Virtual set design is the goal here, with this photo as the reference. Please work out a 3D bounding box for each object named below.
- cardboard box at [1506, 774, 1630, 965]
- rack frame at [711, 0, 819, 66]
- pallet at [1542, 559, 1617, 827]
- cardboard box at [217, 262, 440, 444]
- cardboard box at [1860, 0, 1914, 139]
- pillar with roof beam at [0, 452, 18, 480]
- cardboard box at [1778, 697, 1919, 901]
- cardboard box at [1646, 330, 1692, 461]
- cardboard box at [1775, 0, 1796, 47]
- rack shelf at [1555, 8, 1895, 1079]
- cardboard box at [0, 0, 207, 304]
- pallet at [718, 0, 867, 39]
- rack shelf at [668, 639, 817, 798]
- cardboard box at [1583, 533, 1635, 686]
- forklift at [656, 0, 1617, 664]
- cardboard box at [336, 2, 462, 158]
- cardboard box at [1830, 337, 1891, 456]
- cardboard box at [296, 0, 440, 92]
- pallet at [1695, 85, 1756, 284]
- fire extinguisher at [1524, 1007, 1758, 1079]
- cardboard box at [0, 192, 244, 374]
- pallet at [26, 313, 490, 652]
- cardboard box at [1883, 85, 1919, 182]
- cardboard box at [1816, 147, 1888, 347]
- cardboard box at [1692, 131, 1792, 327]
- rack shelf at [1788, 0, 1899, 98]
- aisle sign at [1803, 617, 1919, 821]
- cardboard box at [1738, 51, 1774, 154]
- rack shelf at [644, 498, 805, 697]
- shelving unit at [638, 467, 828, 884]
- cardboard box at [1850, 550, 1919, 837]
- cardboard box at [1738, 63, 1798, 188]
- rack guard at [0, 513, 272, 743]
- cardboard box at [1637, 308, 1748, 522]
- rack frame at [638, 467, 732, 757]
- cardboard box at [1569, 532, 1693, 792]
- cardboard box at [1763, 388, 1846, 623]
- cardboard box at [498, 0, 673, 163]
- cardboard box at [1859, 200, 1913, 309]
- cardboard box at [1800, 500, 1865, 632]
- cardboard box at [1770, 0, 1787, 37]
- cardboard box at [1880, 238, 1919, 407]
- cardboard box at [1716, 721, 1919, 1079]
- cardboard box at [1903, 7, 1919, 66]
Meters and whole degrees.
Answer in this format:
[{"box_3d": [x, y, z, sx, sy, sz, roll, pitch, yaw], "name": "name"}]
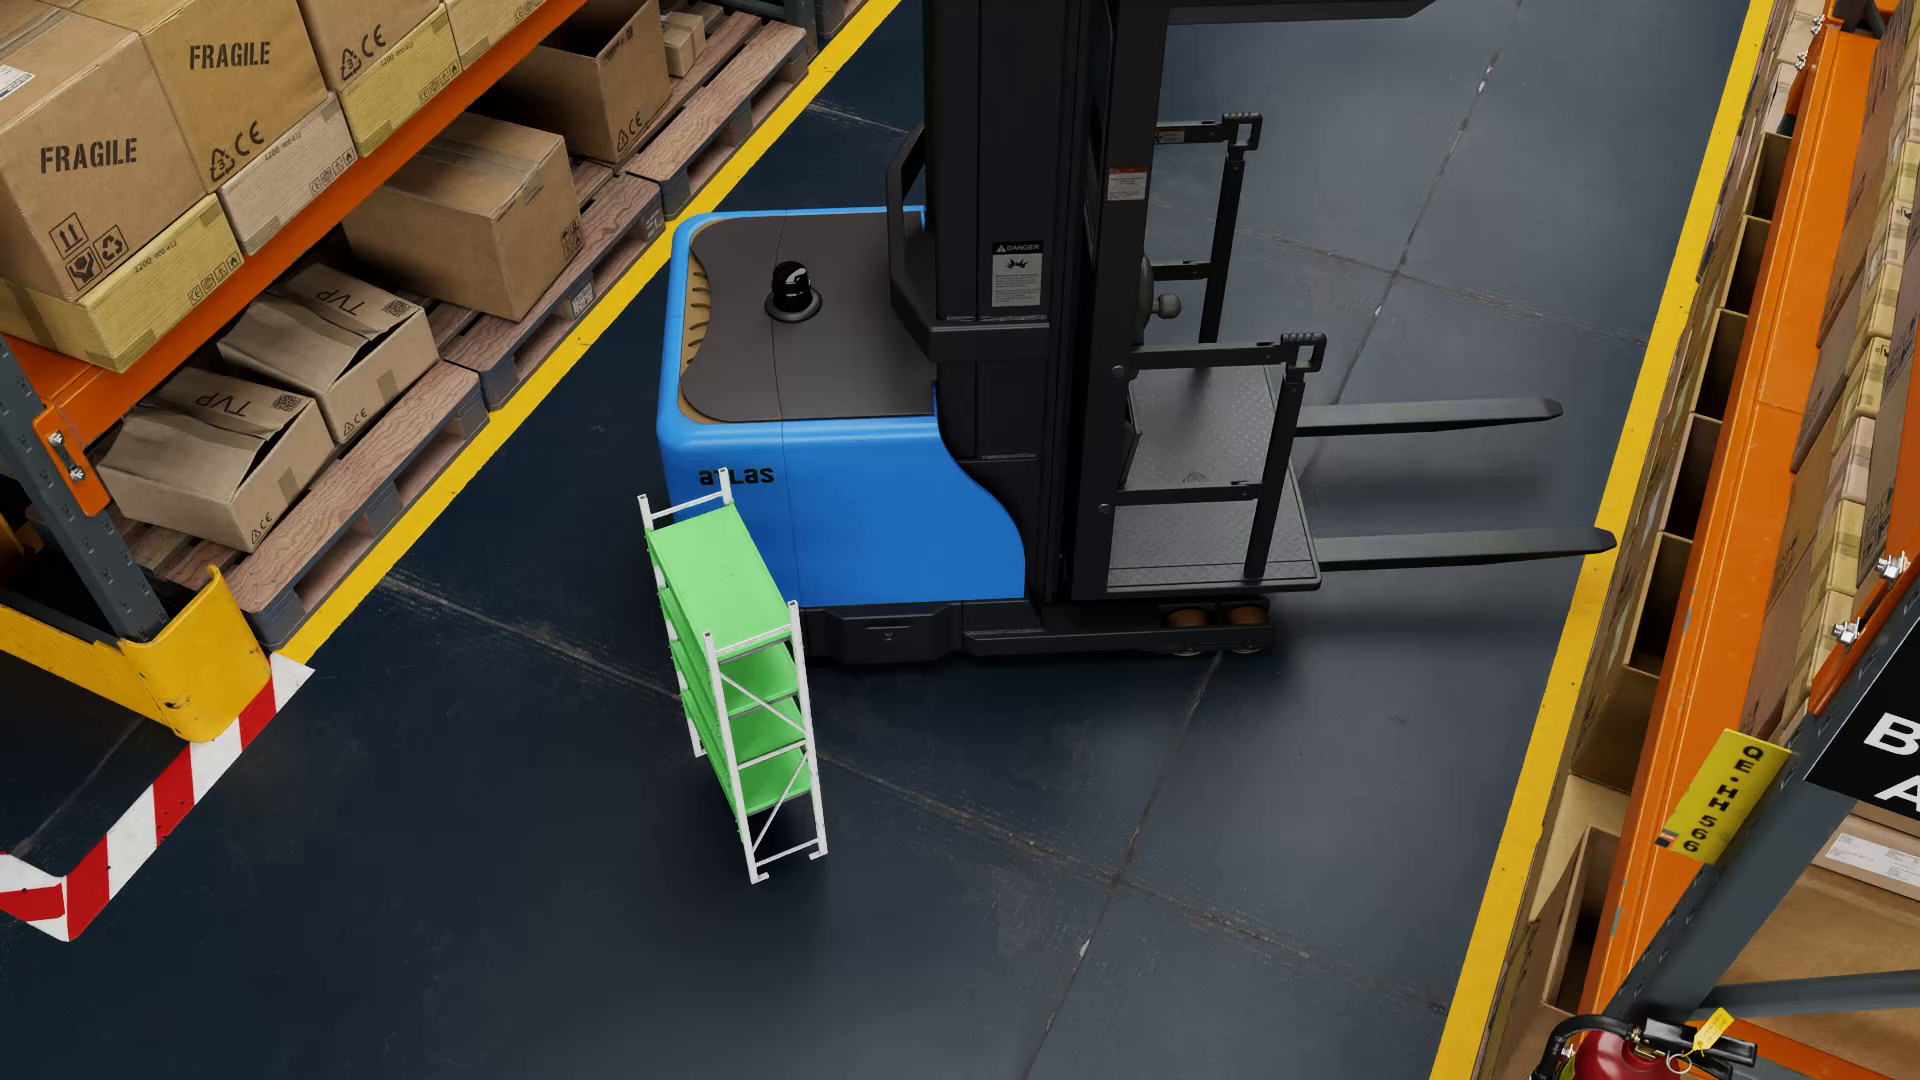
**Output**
[{"box_3d": [1.806, 0.976, 4.480, 0.500, 0.250, 0.500, 20, 52, 16], "name": "cardboard box"}, {"box_3d": [-1.130, -3.329, 6.613, 1.000, 3.000, 0.127, 20, 52, 16], "name": "rack frame"}, {"box_3d": [2.453, 0.561, 5.134, 1.003, 0.211, 1.213, 20, 52, 16], "name": "pallet"}, {"box_3d": [-2.218, -0.686, 5.841, 0.500, 0.311, 0.500, 24, 54, 19], "name": "cardboard box"}, {"box_3d": [3.167, -1.445, 4.944, 0.700, 0.500, 0.500, 19, 52, 15], "name": "cardboard box"}, {"box_3d": [0.571, -1.882, 1.443, 9.100, 9.000, 0.400, 20, 52, 16], "name": "pillar with roof beam"}, {"box_3d": [1.633, 0.467, 2.892, 0.380, 0.149, 0.250, 19, 52, 15], "name": "cardboard box"}, {"box_3d": [2.660, -0.402, 5.652, 0.500, 0.250, 0.500, 20, 52, 16], "name": "cardboard box"}, {"box_3d": [3.696, -2.222, 6.833, 0.500, 0.311, 0.500, 20, 52, 16], "name": "cardboard box"}, {"box_3d": [2.496, -0.110, 4.346, 1.077, 0.370, 4.000, 20, 52, 16], "name": "rack shelf"}, {"box_3d": [-2.363, -1.007, 4.230, 0.500, 0.500, 0.500, 20, 52, 16], "name": "cardboard box"}, {"box_3d": [-0.799, -2.962, 8.132, 1.003, 0.211, 1.213, 20, 52, 16], "name": "pallet"}, {"box_3d": [-0.611, 0.452, 4.661, 0.258, 0.148, 0.480, -20, 52, -16], "name": "rack shelf"}, {"box_3d": [2.234, 0.287, 5.066, 0.500, 0.250, 0.500, 20, 52, 16], "name": "cardboard box"}, {"box_3d": [0.623, -0.976, 4.656, 3.031, 2.935, 1.130, -2, 50, -2], "name": "forklift"}, {"box_3d": [-1.911, -1.477, 5.122, 0.500, 0.250, 0.500, 19, 52, 16], "name": "cardboard box"}, {"box_3d": [2.074, -0.244, 3.496, 0.380, 0.149, 0.250, 21, 53, 17], "name": "cardboard box"}, {"box_3d": [-1.916, -1.698, 4.818, 0.500, 0.500, 0.500, 18, 52, 15], "name": "cardboard box"}, {"box_3d": [3.630, -1.337, 6.749, 1.003, 0.211, 1.213, 20, 52, 16], "name": "pallet"}, {"box_3d": [1.171, 0.990, 2.989, 0.296, 0.674, 0.183, 20, 52, 16], "name": "fire extinguisher"}, {"box_3d": [-2.343, -0.766, 4.517, 0.500, 0.250, 0.500, 18, 52, 15], "name": "cardboard box"}, {"box_3d": [-2.427, -0.272, 5.842, 1.003, 0.211, 1.213, 20, 52, 16], "name": "pallet"}, {"box_3d": [2.514, -0.952, 4.099, 0.380, 0.149, 0.250, 18, 52, 15], "name": "cardboard box"}, {"box_3d": [2.729, -0.735, 4.341, 0.700, 0.500, 0.500, 21, 53, 17], "name": "cardboard box"}, {"box_3d": [2.869, -0.991, 5.661, 0.500, 0.500, 0.500, 20, 52, 16], "name": "cardboard box"}, {"box_3d": [4.205, -2.864, 6.690, 1.077, 0.370, 4.000, 20, 52, 16], "name": "rack shelf"}, {"box_3d": [1.348, 0.141, 1.953, 0.394, 0.787, 0.004, 20, 52, 16], "name": "aisle sign"}, {"box_3d": [3.483, -1.693, 6.751, 0.500, 0.250, 0.500, 19, 52, 16], "name": "cardboard box"}, {"box_3d": [-0.611, 0.141, 4.296, 0.258, 0.148, 0.480, -20, 52, -16], "name": "rack shelf"}, {"box_3d": [-0.611, 0.411, 4.612, 0.258, 1.200, 0.503, -20, 52, -16], "name": "shelving unit"}, {"box_3d": [1.875, 0.228, 2.669, 0.700, 0.500, 0.500, 20, 52, 16], "name": "cardboard box"}, {"box_3d": [3.264, -1.519, 6.234, 0.500, 0.311, 0.500, 20, 52, 16], "name": "cardboard box"}, {"box_3d": [-2.806, 0.183, 5.266, 1.175, 0.500, 0.348, 20, 52, 16], "name": "rack guard"}, {"box_3d": [2.442, -0.302, 5.075, 0.500, 0.500, 0.500, 20, 52, 16], "name": "cardboard box"}, {"box_3d": [-0.716, 0.243, 4.755, 0.240, 1.200, 0.015, -20, 52, -16], "name": "rack frame"}, {"box_3d": [2.016, 0.387, 4.489, 0.500, 0.500, 0.500, 20, 52, 16], "name": "cardboard box"}, {"box_3d": [2.290, -0.019, 3.731, 0.700, 0.500, 0.500, 20, 53, 16], "name": "cardboard box"}, {"box_3d": [-1.537, -1.934, 6.779, 0.500, 0.500, 0.500, 16, 52, 13], "name": "cardboard box"}, {"box_3d": [2.293, -0.602, 3.801, 0.380, 0.149, 0.250, 19, 52, 16], "name": "cardboard box"}, {"box_3d": [1.852, 0.110, 3.196, 0.380, 0.149, 0.250, 19, 52, 16], "name": "cardboard box"}, {"box_3d": [3.920, -2.395, 7.348, 0.500, 0.250, 0.500, 21, 53, 17], "name": "cardboard box"}, {"box_3d": [2.310, -0.484, 3.274, 0.700, 0.500, 0.500, 20, 52, 16], "name": "cardboard box"}, {"box_3d": [1.853, 0.685, 3.132, 0.700, 0.500, 0.500, 20, 52, 16], "name": "cardboard box"}, {"box_3d": [2.734, -1.309, 4.402, 0.380, 0.149, 0.250, 19, 52, 16], "name": "cardboard box"}]
